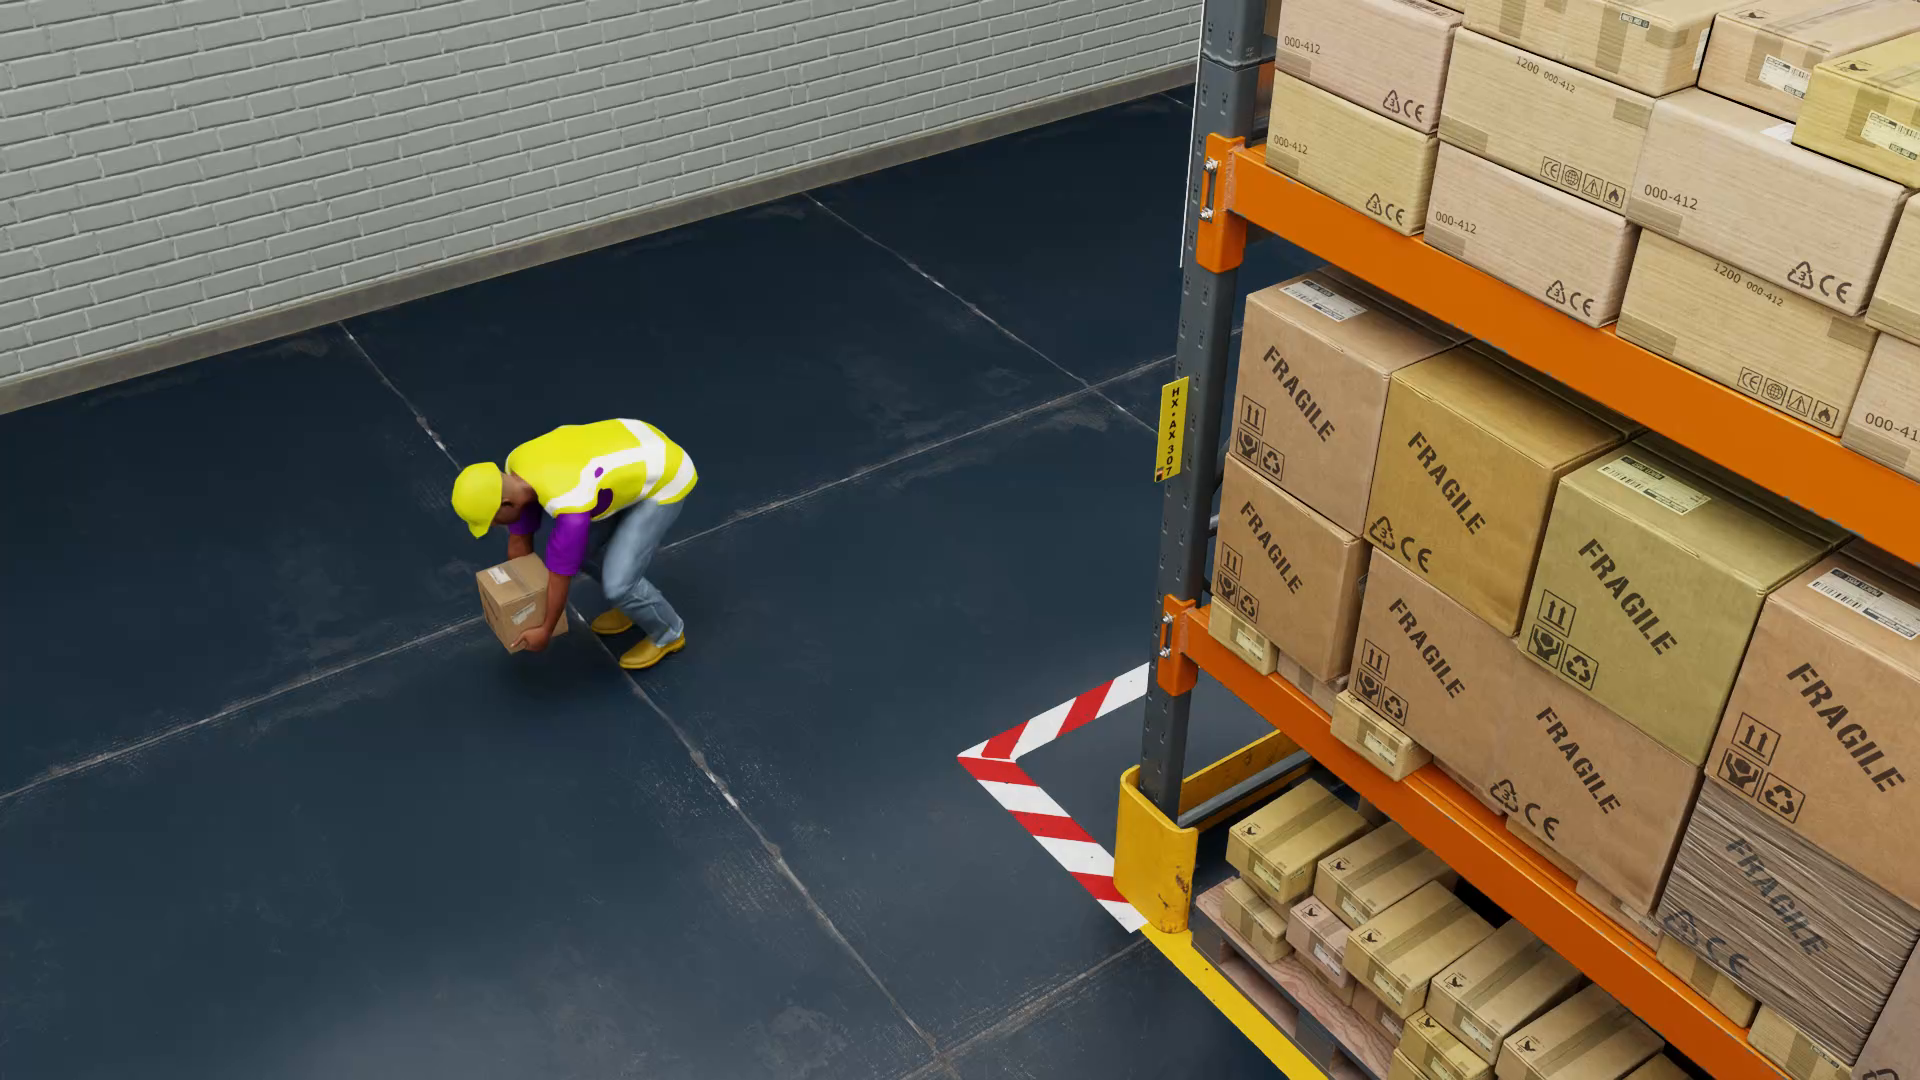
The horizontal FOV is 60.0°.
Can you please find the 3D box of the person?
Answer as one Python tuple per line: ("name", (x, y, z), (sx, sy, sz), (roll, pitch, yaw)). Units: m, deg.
("person", (-1.493, 0.040, 6.634), (0.964, 1.102, 0.510), (-25, 43, -30))
